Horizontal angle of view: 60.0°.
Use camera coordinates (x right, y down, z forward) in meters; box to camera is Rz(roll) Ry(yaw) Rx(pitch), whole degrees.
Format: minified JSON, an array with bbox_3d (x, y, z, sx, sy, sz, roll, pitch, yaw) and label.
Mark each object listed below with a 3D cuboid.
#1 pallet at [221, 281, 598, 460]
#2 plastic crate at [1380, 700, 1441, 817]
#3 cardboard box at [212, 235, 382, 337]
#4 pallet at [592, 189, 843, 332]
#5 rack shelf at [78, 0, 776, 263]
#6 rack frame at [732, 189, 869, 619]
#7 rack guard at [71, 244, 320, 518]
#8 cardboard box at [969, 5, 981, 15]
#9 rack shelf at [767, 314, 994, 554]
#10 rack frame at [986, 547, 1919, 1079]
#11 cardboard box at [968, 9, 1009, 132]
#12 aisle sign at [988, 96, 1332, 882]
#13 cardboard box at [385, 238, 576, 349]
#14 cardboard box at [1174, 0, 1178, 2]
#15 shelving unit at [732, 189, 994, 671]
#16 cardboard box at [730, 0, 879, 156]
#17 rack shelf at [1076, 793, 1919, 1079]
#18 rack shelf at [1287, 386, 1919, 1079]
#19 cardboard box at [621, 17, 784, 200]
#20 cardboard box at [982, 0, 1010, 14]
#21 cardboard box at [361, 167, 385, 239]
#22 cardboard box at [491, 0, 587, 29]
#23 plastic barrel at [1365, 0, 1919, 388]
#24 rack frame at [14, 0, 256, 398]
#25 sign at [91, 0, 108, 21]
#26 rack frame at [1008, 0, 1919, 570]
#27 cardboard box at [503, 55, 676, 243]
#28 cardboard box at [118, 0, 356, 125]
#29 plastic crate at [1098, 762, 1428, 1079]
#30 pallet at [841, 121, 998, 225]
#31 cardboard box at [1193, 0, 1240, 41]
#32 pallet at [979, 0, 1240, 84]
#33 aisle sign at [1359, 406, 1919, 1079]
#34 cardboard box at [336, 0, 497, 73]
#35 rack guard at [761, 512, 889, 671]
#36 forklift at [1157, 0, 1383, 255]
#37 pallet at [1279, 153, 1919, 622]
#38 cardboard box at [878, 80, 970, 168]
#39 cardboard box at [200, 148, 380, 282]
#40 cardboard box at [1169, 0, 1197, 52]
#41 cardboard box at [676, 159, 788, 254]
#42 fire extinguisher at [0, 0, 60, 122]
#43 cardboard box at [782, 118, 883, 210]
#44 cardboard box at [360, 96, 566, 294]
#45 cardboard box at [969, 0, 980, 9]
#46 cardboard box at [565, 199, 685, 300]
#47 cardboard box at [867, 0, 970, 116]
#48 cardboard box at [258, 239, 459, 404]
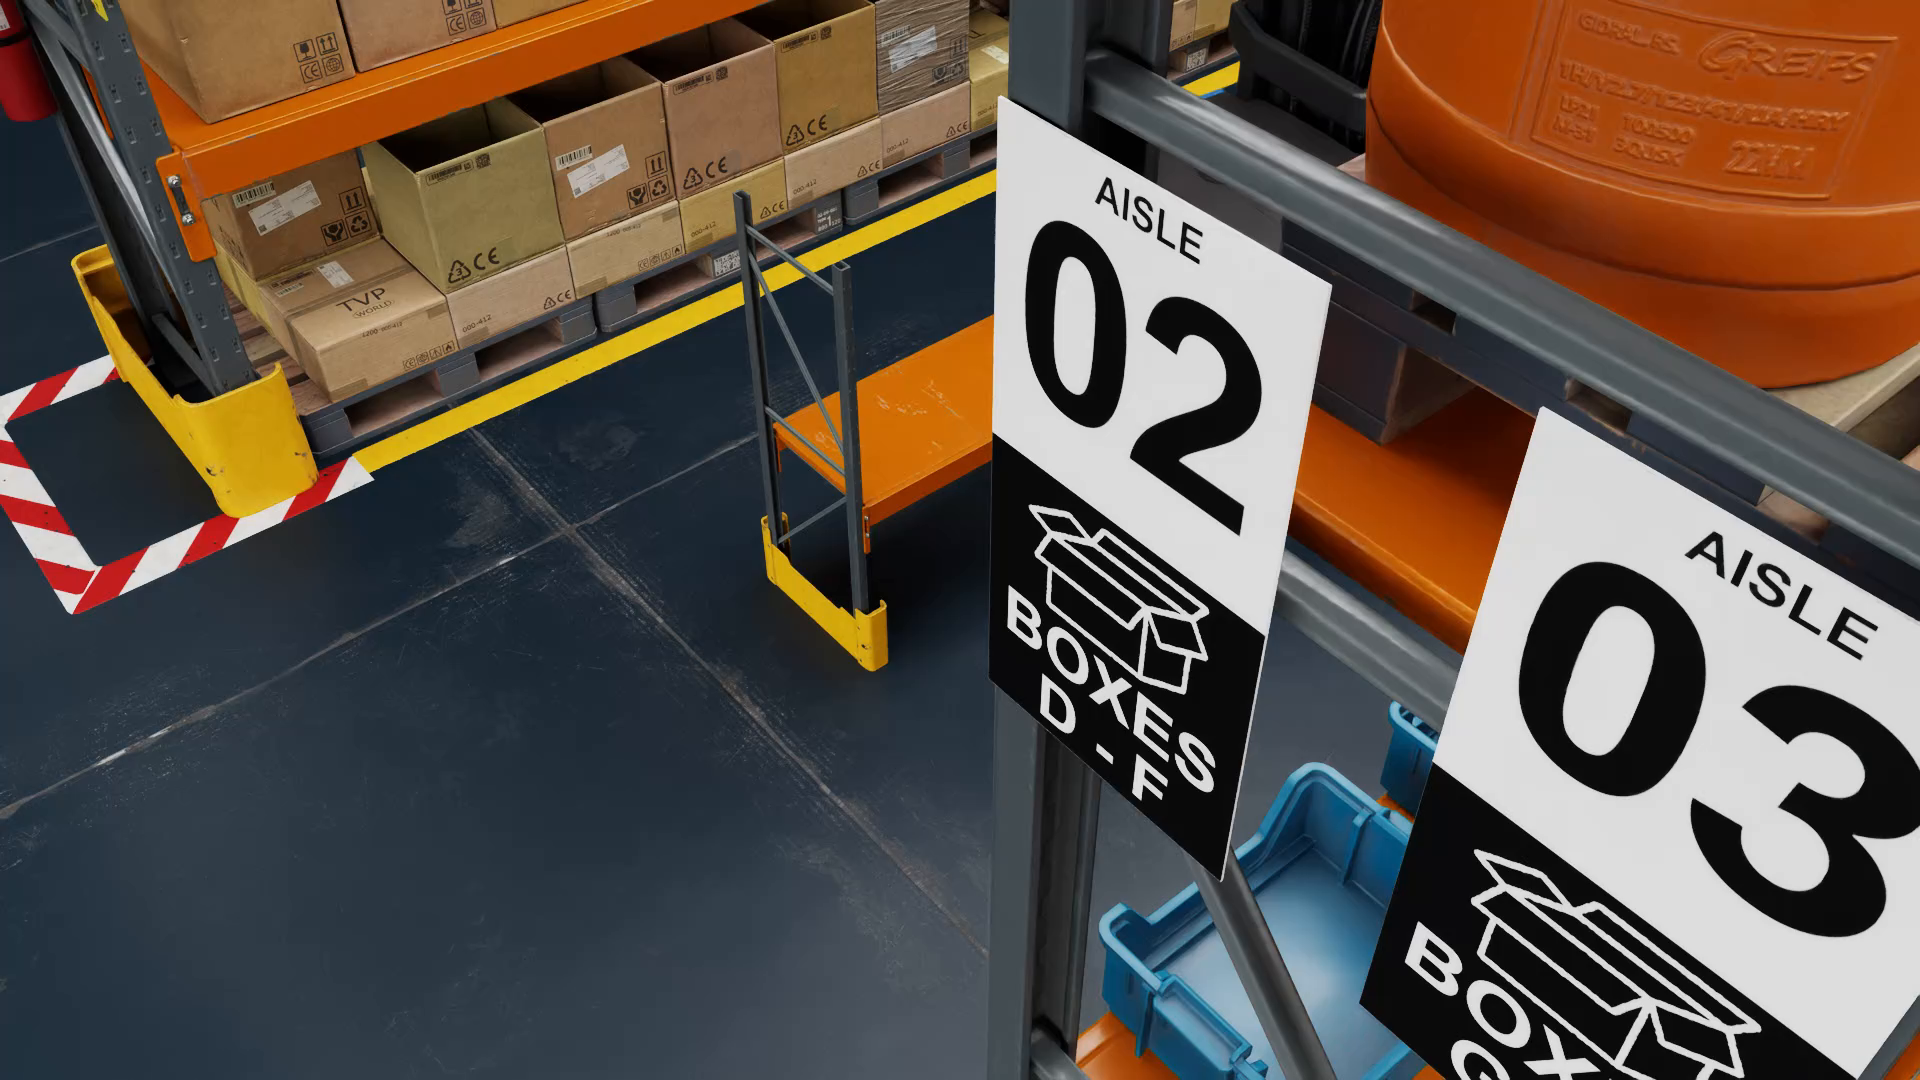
[{"bbox_3d":[-2.207,-0.886,6.539,1.213,0.211,1.003,-30,51,-28],"label":"pallet"},{"bbox_3d":[1.102,0.453,3.185,0.408,0.251,0.499,-30,51,-28],"label":"plastic crate"},{"bbox_3d":[-2.545,-1.086,6.417,0.500,0.250,0.500,-30,51,-28],"label":"cardboard box"},{"bbox_3d":[-1.272,-1.419,7.107,1.213,0.211,1.003,-30,51,-28],"label":"pallet"},{"bbox_3d":[-1.233,-2.161,6.385,4.000,0.370,1.077,-30,51,-28],"label":"rack shelf"},{"bbox_3d":[-0.455,-0.286,4.959,0.032,1.500,0.500,-30,51,-28],"label":"rack frame"},{"bbox_3d":[-2.785,-0.623,6.048,0.348,0.500,1.175,-30,51,-28],"label":"rack guard"},{"bbox_3d":[-0.249,-2.408,7.825,0.500,0.250,0.500,-30,51,-28],"label":"cardboard box"},{"bbox_3d":[-0.065,-0.378,5.320,1.000,0.185,0.538,-30,51,-28],"label":"rack shelf"},{"bbox_3d":[0.408,1.058,2.432,0.127,3.000,1.000,-30,51,-28],"label":"rack frame"},{"bbox_3d":[0.086,-2.134,7.533,0.500,0.250,0.500,-30,51,-28],"label":"cardboard box"},{"bbox_3d":[0.162,-0.014,1.675,0.004,0.787,0.394,-30,51,-28],"label":"aisle sign"},{"bbox_3d":[-1.832,-1.036,6.364,0.500,0.250,0.500,-30,51,-28],"label":"cardboard box"},{"bbox_3d":[0.778,-2.708,7.734,0.500,0.311,0.500,-30,51,-28],"label":"cardboard box"},{"bbox_3d":[-0.058,-0.513,5.201,1.083,1.500,0.587,-30,51,-28],"label":"shelving unit"},{"bbox_3d":[-0.686,-1.972,6.813,0.500,0.500,0.500,-30,51,-28],"label":"cardboard box"},{"bbox_3d":[1.942,0.442,3.614,4.000,0.370,1.077,-30,51,-28],"label":"rack shelf"},{"bbox_3d":[1.942,-0.652,2.587,4.000,0.370,1.077,-30,51,-28],"label":"rack shelf"},{"bbox_3d":[-1.061,-1.745,6.571,0.500,0.500,0.500,-30,51,-28],"label":"cardboard box"},{"bbox_3d":[0.433,-2.787,8.228,0.500,0.250,0.500,-30,51,-28],"label":"cardboard box"},{"bbox_3d":[-2.169,-1.312,6.658,0.500,0.250,0.500,-30,51,-28],"label":"cardboard box"},{"bbox_3d":[-1.616,-2.228,5.858,0.500,0.500,0.700,-29,51,-28],"label":"cardboard box"},{"bbox_3d":[0.699,-0.625,1.413,0.708,0.830,0.600,-30,51,-28],"label":"plastic barrel"},{"bbox_3d":[-2.767,-1.545,5.204,0.127,3.000,1.000,-30,51,-28],"label":"rack frame"},{"bbox_3d":[-2.415,-1.595,4.567,0.005,0.325,0.100,-30,51,-28],"label":"sign"},{"bbox_3d":[0.408,-1.129,0.379,0.127,3.000,1.000,-30,51,-28],"label":"rack frame"},{"bbox_3d":[-1.455,-1.535,6.347,0.500,0.500,0.500,-30,51,-28],"label":"cardboard box"},{"bbox_3d":[-2.401,-1.780,5.381,0.500,0.500,0.700,-30,51,-28],"label":"cardboard box"},{"bbox_3d":[0.600,0.735,2.885,0.616,0.251,0.499,-30,51,-28],"label":"plastic crate"},{"bbox_3d":[-0.336,-1.958,7.680,1.213,0.211,1.003,-30,51,-28],"label":"pallet"},{"bbox_3d":[1.163,-2.723,8.160,0.500,0.250,0.500,-29,50,-27],"label":"cardboard box"},{"bbox_3d":[0.841,-2.629,8.395,1.213,0.211,1.003,-30,51,-28],"label":"pallet"},{"bbox_3d":[0.541,0.296,1.345,0.004,0.787,0.394,-30,51,-28],"label":"aisle sign"},{"bbox_3d":[-2.001,-2.013,5.629,0.500,0.500,0.700,-28,50,-27],"label":"cardboard box"},{"bbox_3d":[-0.440,0.161,5.396,0.087,0.250,0.587,-30,51,-28],"label":"rack guard"},{"bbox_3d":[1.783,-1.887,5.618,3.031,2.935,1.130,-25,49,-24],"label":"forklift"},{"bbox_3d":[1.106,-0.279,1.802,1.213,0.211,1.003,-30,51,-28],"label":"pallet"},{"bbox_3d":[-0.304,-1.920,7.305,0.500,0.250,0.500,-30,51,-28],"label":"cardboard box"},{"bbox_3d":[-2.547,-1.361,6.162,0.500,0.500,0.500,-30,51,-28],"label":"cardboard box"},{"bbox_3d":[0.770,-2.499,7.922,0.500,0.250,0.500,-31,51,-29],"label":"cardboard box"},{"bbox_3d":[-1.061,-1.472,6.828,0.500,0.250,0.500,-30,51,-28],"label":"cardboard box"},{"bbox_3d":[-3.156,-1.709,5.435,0.183,0.674,0.296,-30,51,-28],"label":"fire extinguisher"},{"bbox_3d":[-0.678,-1.692,7.062,0.500,0.250,0.500,-30,51,-28],"label":"cardboard box"},{"bbox_3d":[-1.831,-1.308,6.106,0.500,0.500,0.500,-30,51,-28],"label":"cardboard box"},{"bbox_3d":[-0.255,-2.687,7.573,0.500,0.500,0.500,-30,51,-28],"label":"cardboard box"},{"bbox_3d":[-1.448,-1.255,6.597,0.500,0.250,0.500,-30,51,-28],"label":"cardboard box"},{"bbox_3d":[-0.305,-2.194,7.049,0.500,0.500,0.500,-30,51,-28],"label":"cardboard box"},{"bbox_3d":[-2.213,-0.814,6.128,0.500,0.250,0.500,-30,51,-28],"label":"cardboard box"}]
